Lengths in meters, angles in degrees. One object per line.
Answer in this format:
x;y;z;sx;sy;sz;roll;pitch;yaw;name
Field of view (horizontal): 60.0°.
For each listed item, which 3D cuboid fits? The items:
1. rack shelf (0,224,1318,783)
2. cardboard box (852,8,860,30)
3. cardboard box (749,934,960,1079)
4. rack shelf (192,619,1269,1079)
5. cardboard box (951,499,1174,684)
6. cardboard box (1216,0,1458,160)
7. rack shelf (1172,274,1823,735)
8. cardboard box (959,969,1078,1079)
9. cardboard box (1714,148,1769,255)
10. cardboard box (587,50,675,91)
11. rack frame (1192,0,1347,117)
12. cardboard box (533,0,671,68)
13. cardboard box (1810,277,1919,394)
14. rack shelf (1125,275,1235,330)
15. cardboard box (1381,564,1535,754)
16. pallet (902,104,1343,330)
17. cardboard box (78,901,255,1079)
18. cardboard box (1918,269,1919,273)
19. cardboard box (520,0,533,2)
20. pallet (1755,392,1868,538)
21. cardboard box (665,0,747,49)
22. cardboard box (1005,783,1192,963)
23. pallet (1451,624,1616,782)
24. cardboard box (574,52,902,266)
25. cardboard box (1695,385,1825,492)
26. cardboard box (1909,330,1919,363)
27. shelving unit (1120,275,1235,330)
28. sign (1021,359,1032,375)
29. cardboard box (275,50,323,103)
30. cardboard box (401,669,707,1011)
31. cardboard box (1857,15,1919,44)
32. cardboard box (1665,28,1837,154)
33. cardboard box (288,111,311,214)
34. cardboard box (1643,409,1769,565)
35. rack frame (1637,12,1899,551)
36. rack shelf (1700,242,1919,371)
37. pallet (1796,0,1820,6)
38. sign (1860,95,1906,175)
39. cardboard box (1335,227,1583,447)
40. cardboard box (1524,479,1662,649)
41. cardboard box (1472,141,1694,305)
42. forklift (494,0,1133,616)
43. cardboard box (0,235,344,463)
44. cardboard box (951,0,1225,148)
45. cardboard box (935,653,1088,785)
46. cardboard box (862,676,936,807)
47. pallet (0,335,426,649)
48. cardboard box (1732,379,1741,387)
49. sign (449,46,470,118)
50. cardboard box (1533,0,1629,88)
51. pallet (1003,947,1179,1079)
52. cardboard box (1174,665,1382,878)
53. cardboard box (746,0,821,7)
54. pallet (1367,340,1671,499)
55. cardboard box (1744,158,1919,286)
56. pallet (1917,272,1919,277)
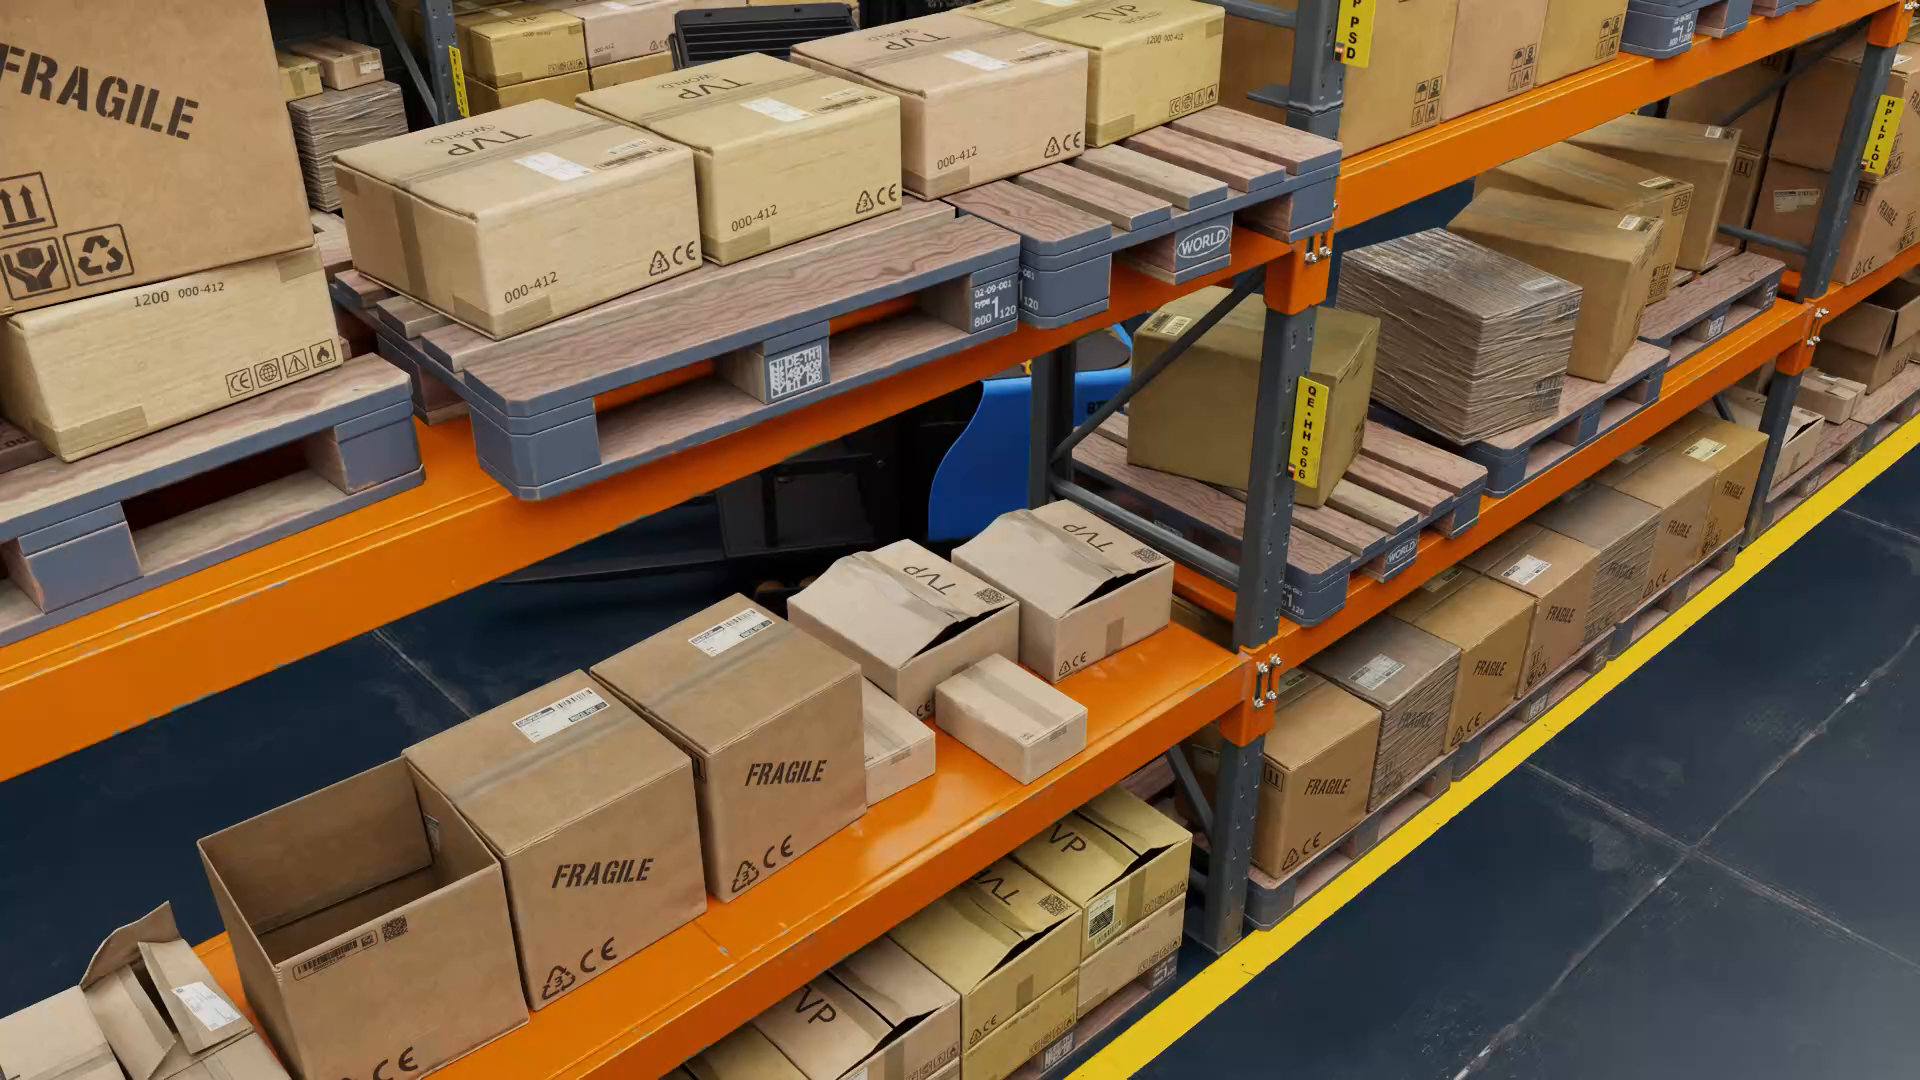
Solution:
-0.850;-0.286;3.657;4.000;0.370;1.077;-26;40;-35;rack shelf
-0.730;-2.894;9.707;0.500;0.500;0.500;-26;40;-35;cardboard box
-0.349;1.377;4.819;0.500;0.311;0.500;-26;40;-36;cardboard box
-0.850;0.993;4.440;4.000;0.370;1.077;-26;40;-35;rack shelf
0.320;0.127;5.252;0.500;0.311;0.500;-23;38;-33;cardboard box
0.913;-1.513;4.878;0.500;0.500;0.910;-26;40;-35;cardboard box
2.083;-0.425;6.760;4.000;0.370;1.077;-26;40;-35;rack shelf
0.021;1.435;5.261;0.500;0.250;0.500;-26;40;-36;cardboard box
3.742;-1.760;8.157;0.500;0.500;0.500;-25;39;-35;cardboard box
-1.834;-2.351;8.820;0.500;0.500;0.500;-24;39;-34;cardboard box
0.616;-2.582;3.847;0.127;3.000;1.000;-26;40;-35;rack frame
-1.853;-2.668;8.619;0.500;0.250;0.500;-26;40;-36;cardboard box
4.924;-1.233;9.362;0.637;0.503;0.797;-26;40;-35;cardboard box
1.072;-1.194;8.216;0.431;0.518;0.480;16;35;25;rack shelf
1.896;0.440;6.630;0.500;0.500;0.500;-26;40;-36;cardboard box
0.180;-0.947;4.229;1.003;0.211;1.213;-24;39;-33;pallet
-1.797;1.071;3.752;0.258;0.266;0.396;-27;40;-37;cardboard box
5.942;-1.815;10.654;0.250;0.149;0.380;-26;40;-35;cardboard box
-2.216;-2.857;8.928;0.500;0.250;0.500;-27;41;-37;cardboard box
4.054;-0.495;8.858;1.213;0.211;1.003;-26;40;-35;pallet
-1.489;-2.847;8.911;0.500;0.250;0.500;-26;40;-35;cardboard box
0.400;1.012;5.416;0.500;0.311;0.500;-25;39;-34;cardboard box
2.084;0.486;7.253;1.213;0.211;1.003;-26;40;-35;pallet
-0.477;-0.844;3.621;0.500;0.250;0.500;-27;40;-36;cardboard box
4.004;-0.548;8.427;0.500;0.311;0.500;-26;40;-35;cardboard box
5.534;-1.263;9.653;0.500;0.250;0.500;-26;40;-35;cardboard box
1.072;-1.206;8.209;0.431;2.100;0.503;16;35;25;shelving unit
0.241;-0.687;5.465;0.005;0.325;0.100;-26;40;-35;sign
-3.213;-2.170;7.784;0.380;0.149;0.250;22;38;31;cardboard box
-0.989;0.723;4.097;0.500;0.500;0.500;-26;40;-35;cardboard box
4.464;-2.154;7.842;0.500;0.500;0.500;-27;41;-37;cardboard box
3.744;-2.189;7.901;0.500;0.500;0.500;-26;40;-35;cardboard box
-3.484;-1.768;7.748;0.700;0.500;0.500;25;39;35;cardboard box
3.383;-0.278;7.804;0.500;0.500;0.500;-26;40;-36;cardboard box
3.550;-1.442;7.732;0.127;3.000;1.000;-26;40;-35;rack frame
5.016;-1.844;9.080;4.000;0.370;1.077;-26;40;-35;rack shelf
3.024;-2.437;6.665;1.003;0.211;1.213;-26;40;-35;pallet
3.930;-1.725;7.085;0.005;0.325;0.100;-26;40;-35;sign
1.802;-0.763;6.123;0.500;0.500;0.700;-18;36;-27;cardboard box
2.646;0.071;7.232;0.500;0.500;0.500;-25;39;-35;cardboard box
2.589;-1.313;7.023;0.500;0.500;0.700;-19;36;-28;cardboard box
-0.688;-1.196;7.396;3.031;2.935;1.130;-6;32;-10;forklift
-1.458;-0.410;2.911;0.500;0.250;0.500;25;39;34;cardboard box
0.322;-1.235;4.261;0.500;0.250;0.500;26;40;35;cardboard box
0.145;0.509;4.783;0.250;0.149;0.380;-26;40;-35;cardboard box
-0.280;0.558;4.703;0.250;0.149;0.380;-23;38;-32;cardboard box
-1.679;-0.120;2.879;0.805;0.209;1.217;27;41;37;pallet
3.774;-0.874;8.778;0.500;0.500;0.500;-26;40;-35;cardboard box
-2.379;-2.173;7.894;0.005;0.325;0.100;-26;40;-35;sign
1.669;-1.878;5.475;0.500;0.500;0.910;-26;40;-35;cardboard box
-0.014;1.444;5.687;1.213;0.211;1.003;-26;40;-35;pallet
1.145;0.804;6.035;0.500;0.500;0.500;-24;39;-34;cardboard box
-1.119;-3.030;9.211;0.500;0.250;0.500;-27;40;-36;cardboard box
2.039;-0.633;6.593;1.213;0.211;1.003;-26;40;-35;pallet
4.109;-1.561;7.832;0.500;0.500;0.500;-25;39;-34;cardboard box
5.843;-1.361;10.273;1.213;0.211;1.003;-26;40;-35;pallet
